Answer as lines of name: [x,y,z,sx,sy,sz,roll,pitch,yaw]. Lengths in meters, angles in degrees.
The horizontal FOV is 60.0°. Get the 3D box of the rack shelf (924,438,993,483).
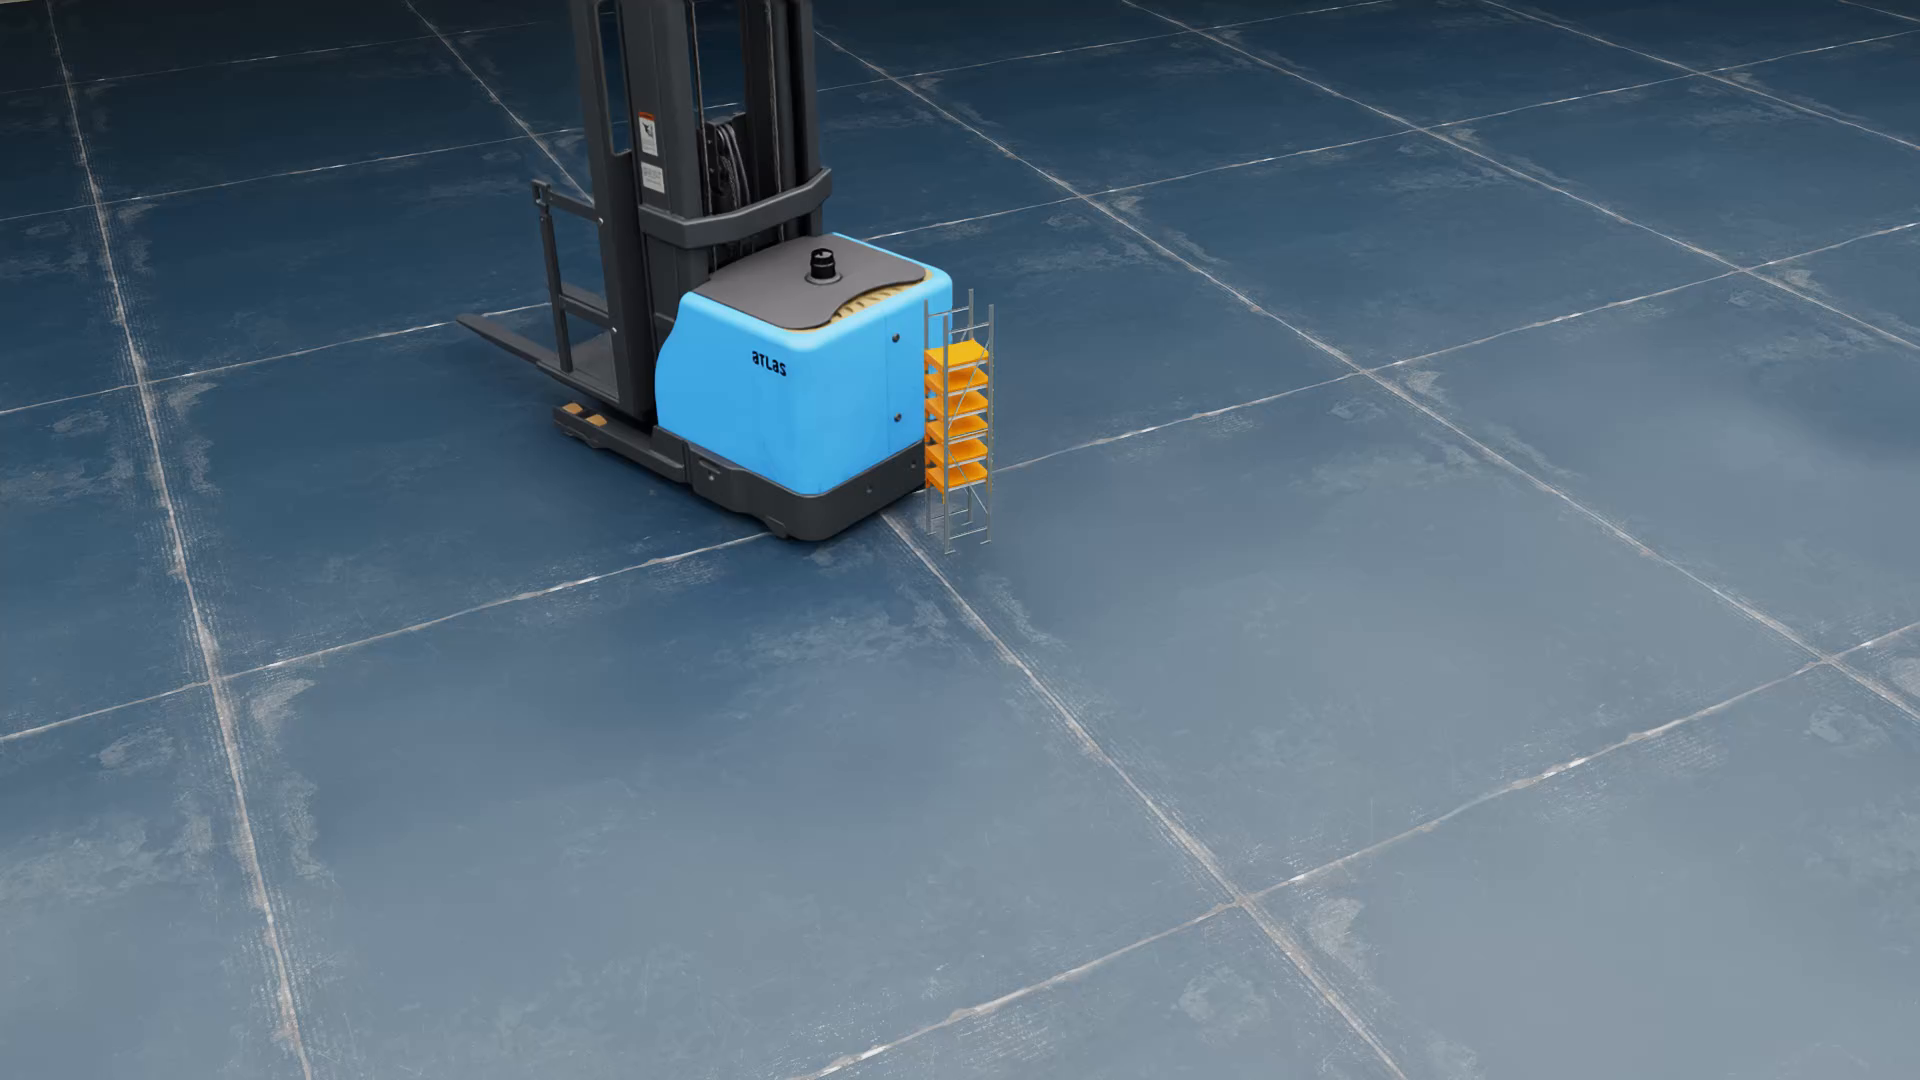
rack shelf: [-0.007,-0.374,7.526,0.258,0.103,0.180,-16,36,-23]

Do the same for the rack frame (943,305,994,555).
rack frame: [0.036,-0.468,7.369,0.240,1.200,0.006,-16,36,-23]

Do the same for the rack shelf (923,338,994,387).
rack shelf: [-0.007,-0.778,7.267,0.258,0.103,0.180,-16,36,-23]

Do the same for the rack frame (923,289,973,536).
rack frame: [-0.049,-0.556,7.505,0.240,1.200,0.006,-16,36,-23]

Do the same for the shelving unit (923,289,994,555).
shelving unit: [-0.007,-0.512,7.437,0.258,1.200,0.189,-16,36,-23]

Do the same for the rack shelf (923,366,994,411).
rack shelf: [-0.007,-0.677,7.332,0.258,0.103,0.180,-16,36,-23]

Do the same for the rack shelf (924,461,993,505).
rack shelf: [-0.007,-0.273,7.591,0.258,0.103,0.180,-16,36,-23]

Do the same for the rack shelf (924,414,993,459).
rack shelf: [-0.007,-0.475,7.461,0.258,0.103,0.180,-16,36,-23]

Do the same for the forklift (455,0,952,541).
forklift: [-1.462,-1.893,7.988,3.031,2.935,1.130,25,40,34]

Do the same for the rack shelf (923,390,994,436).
rack shelf: [-0.007,-0.576,7.396,0.258,0.103,0.180,-16,36,-23]
